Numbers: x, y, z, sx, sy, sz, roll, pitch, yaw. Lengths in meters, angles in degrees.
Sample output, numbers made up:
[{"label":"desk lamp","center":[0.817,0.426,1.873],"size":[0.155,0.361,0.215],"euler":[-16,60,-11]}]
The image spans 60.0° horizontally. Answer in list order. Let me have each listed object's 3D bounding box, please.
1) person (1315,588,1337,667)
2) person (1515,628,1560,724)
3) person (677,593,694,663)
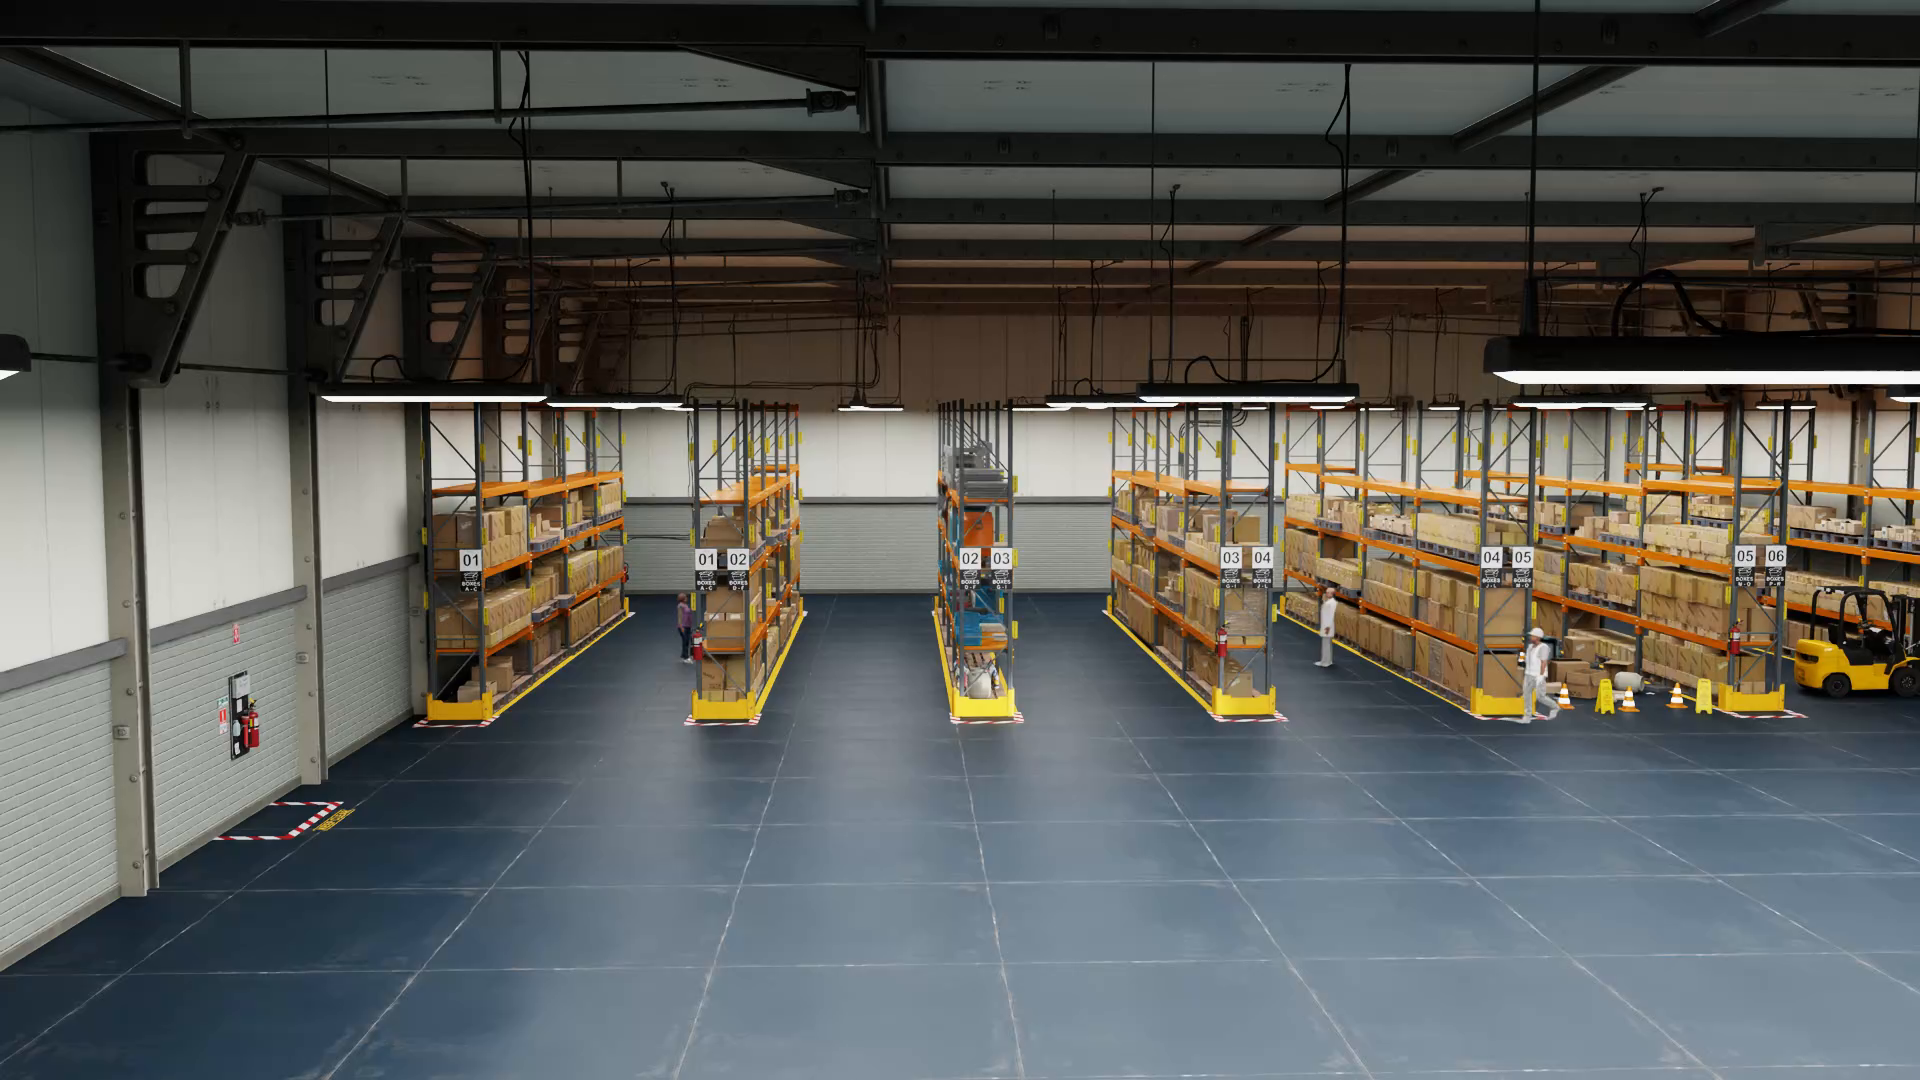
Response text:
[{"label":"person","center":[8.316,1.974,37.759],"size":[0.458,1.786,0.596],"euler":[1,5,16]},{"label":"person","center":[10.658,2.504,30.659],"size":[0.816,1.777,0.521],"euler":[-2,5,-26]},{"label":"person","center":[-6.283,2.025,38.417],"size":[0.566,1.601,0.446],"euler":[3,5,31]}]
